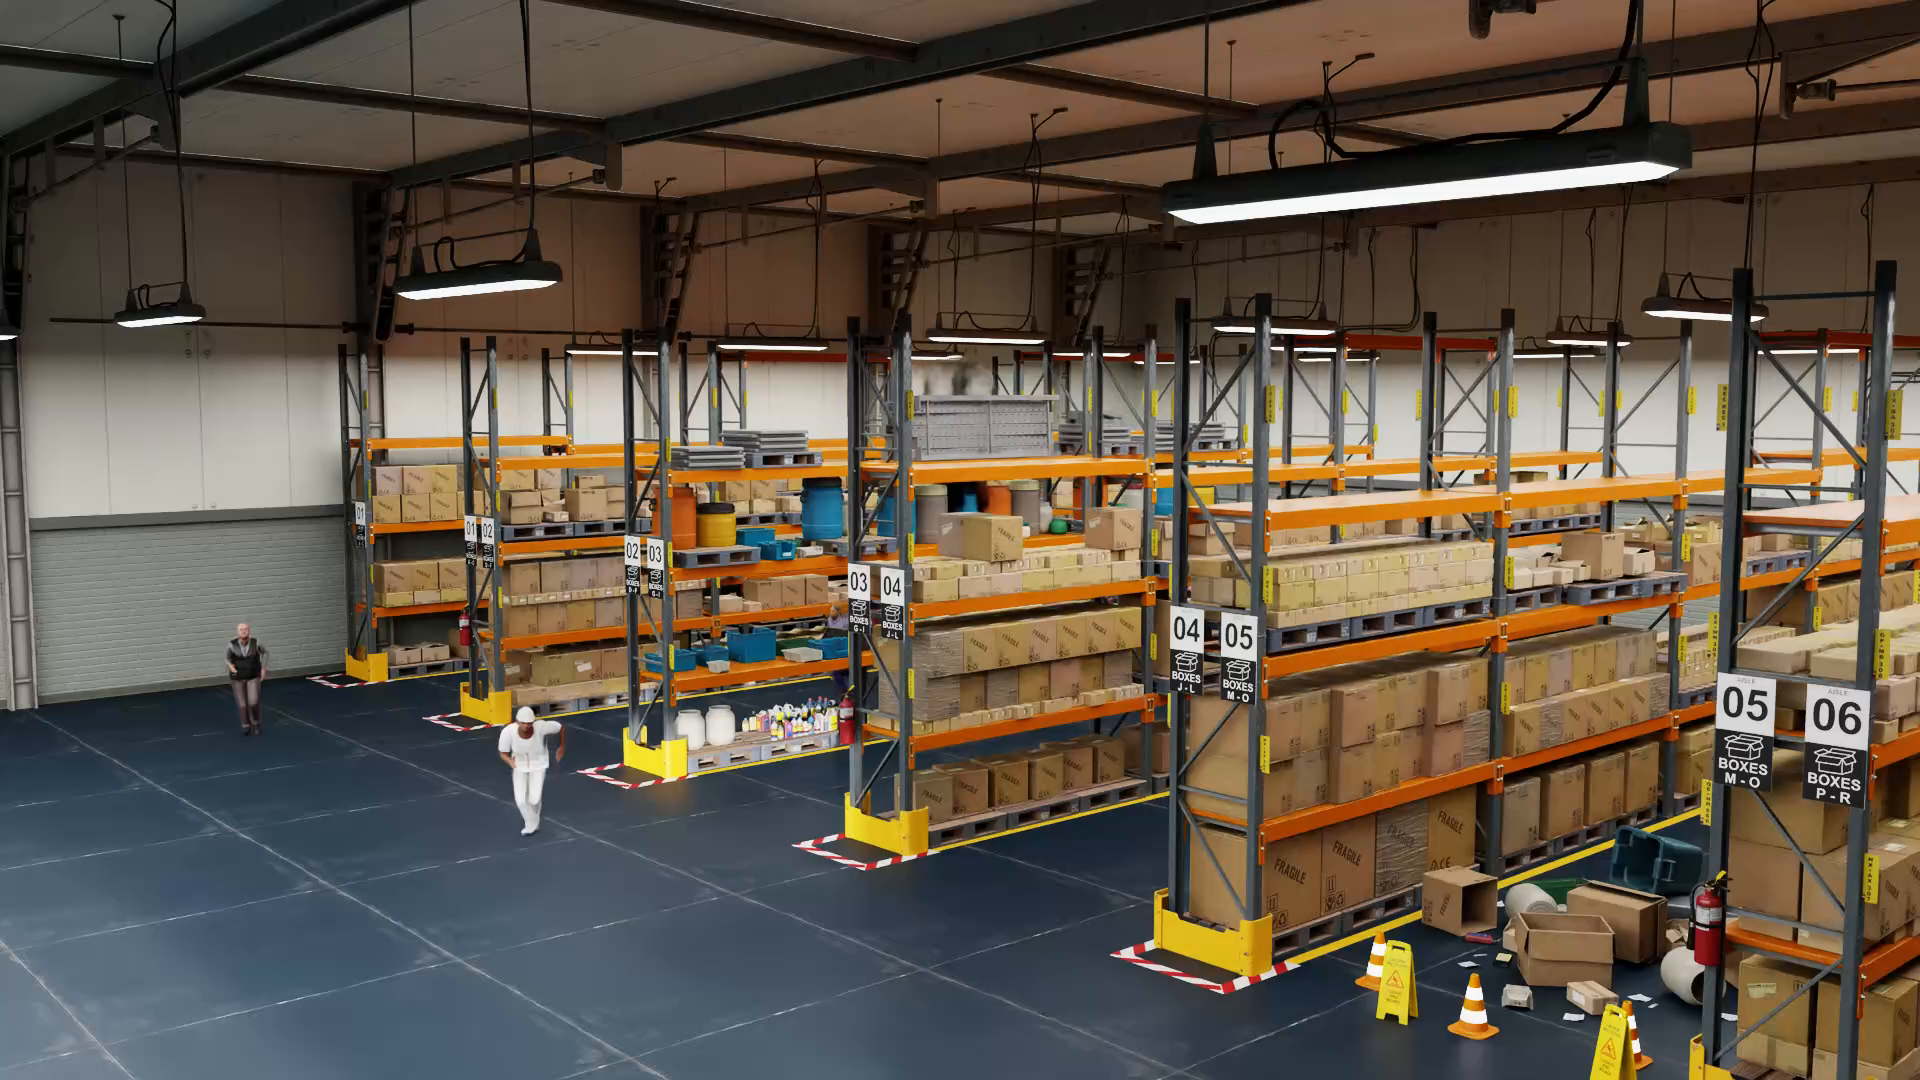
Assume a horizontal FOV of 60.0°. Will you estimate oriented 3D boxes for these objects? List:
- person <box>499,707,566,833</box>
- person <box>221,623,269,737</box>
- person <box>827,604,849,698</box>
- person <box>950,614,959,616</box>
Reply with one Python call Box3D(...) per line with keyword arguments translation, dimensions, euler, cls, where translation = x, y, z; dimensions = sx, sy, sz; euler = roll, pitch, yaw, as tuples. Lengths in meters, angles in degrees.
Box3D(translation=(-4.914, 2.658, 19.137), dimensions=(0.737, 1.583, 0.863), euler=(-1, 5, -10), cls="person")
Box3D(translation=(-10.667, 2.099, 24.823), dimensions=(0.655, 1.719, 0.682), euler=(-2, 5, -19), cls="person")
Box3D(translation=(-1.978, 1.863, 28.223), dimensions=(0.591, 1.601, 0.714), euler=(4, 7, 40), cls="person")
Box3D(translation=(0.096, 1.638, 29.512), dimensions=(0.627, 1.771, 0.939), euler=(5, 7, 44), cls="person")
